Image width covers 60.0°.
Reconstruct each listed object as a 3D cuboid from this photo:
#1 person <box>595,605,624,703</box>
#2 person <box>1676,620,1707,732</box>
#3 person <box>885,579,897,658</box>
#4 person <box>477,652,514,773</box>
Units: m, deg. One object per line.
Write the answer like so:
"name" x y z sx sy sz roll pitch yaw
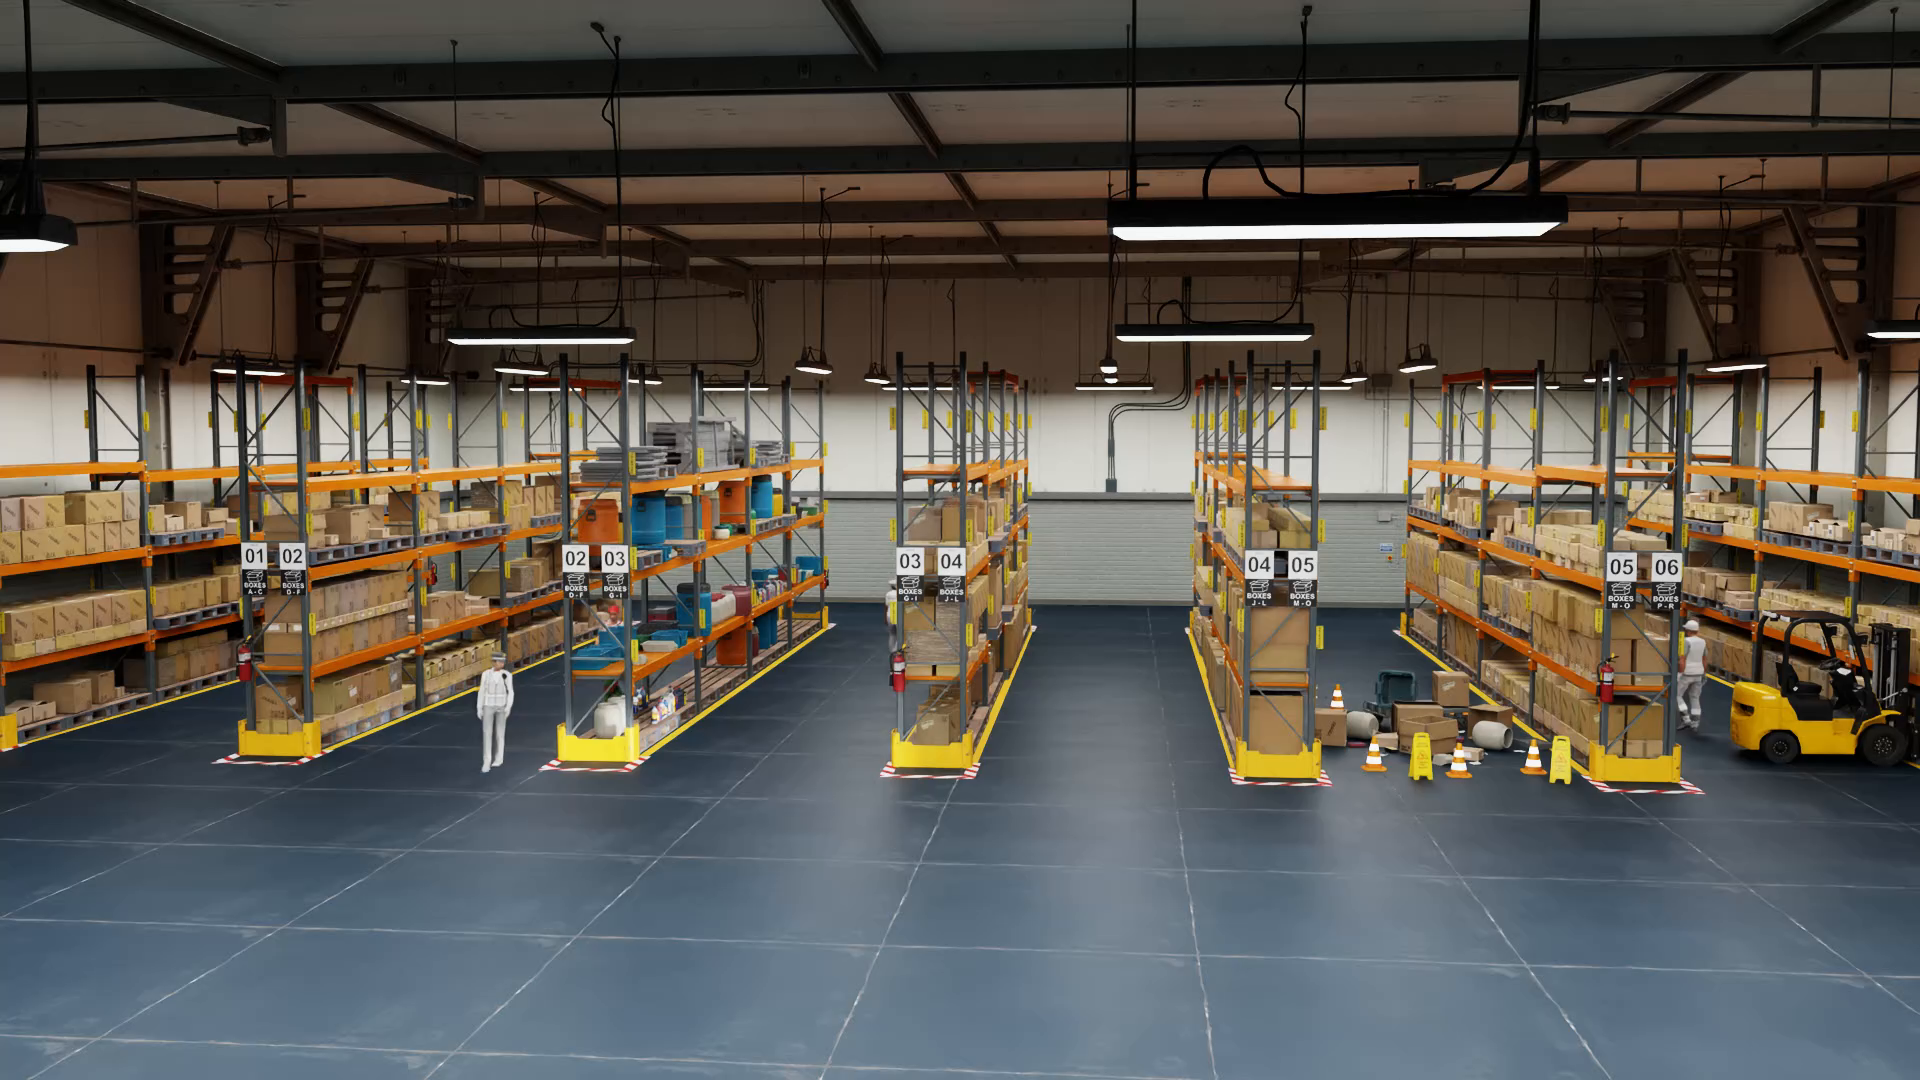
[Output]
"person" -6.174 2.043 29.410 0.633 1.788 0.762 1 4 20
"person" 11.833 2.201 26.932 0.593 1.801 0.403 -1 4 -19
"person" -1.383 1.671 35.166 0.509 1.678 0.484 3 5 34
"person" -6.712 2.486 24.054 0.521 1.684 0.665 -1 4 -17
